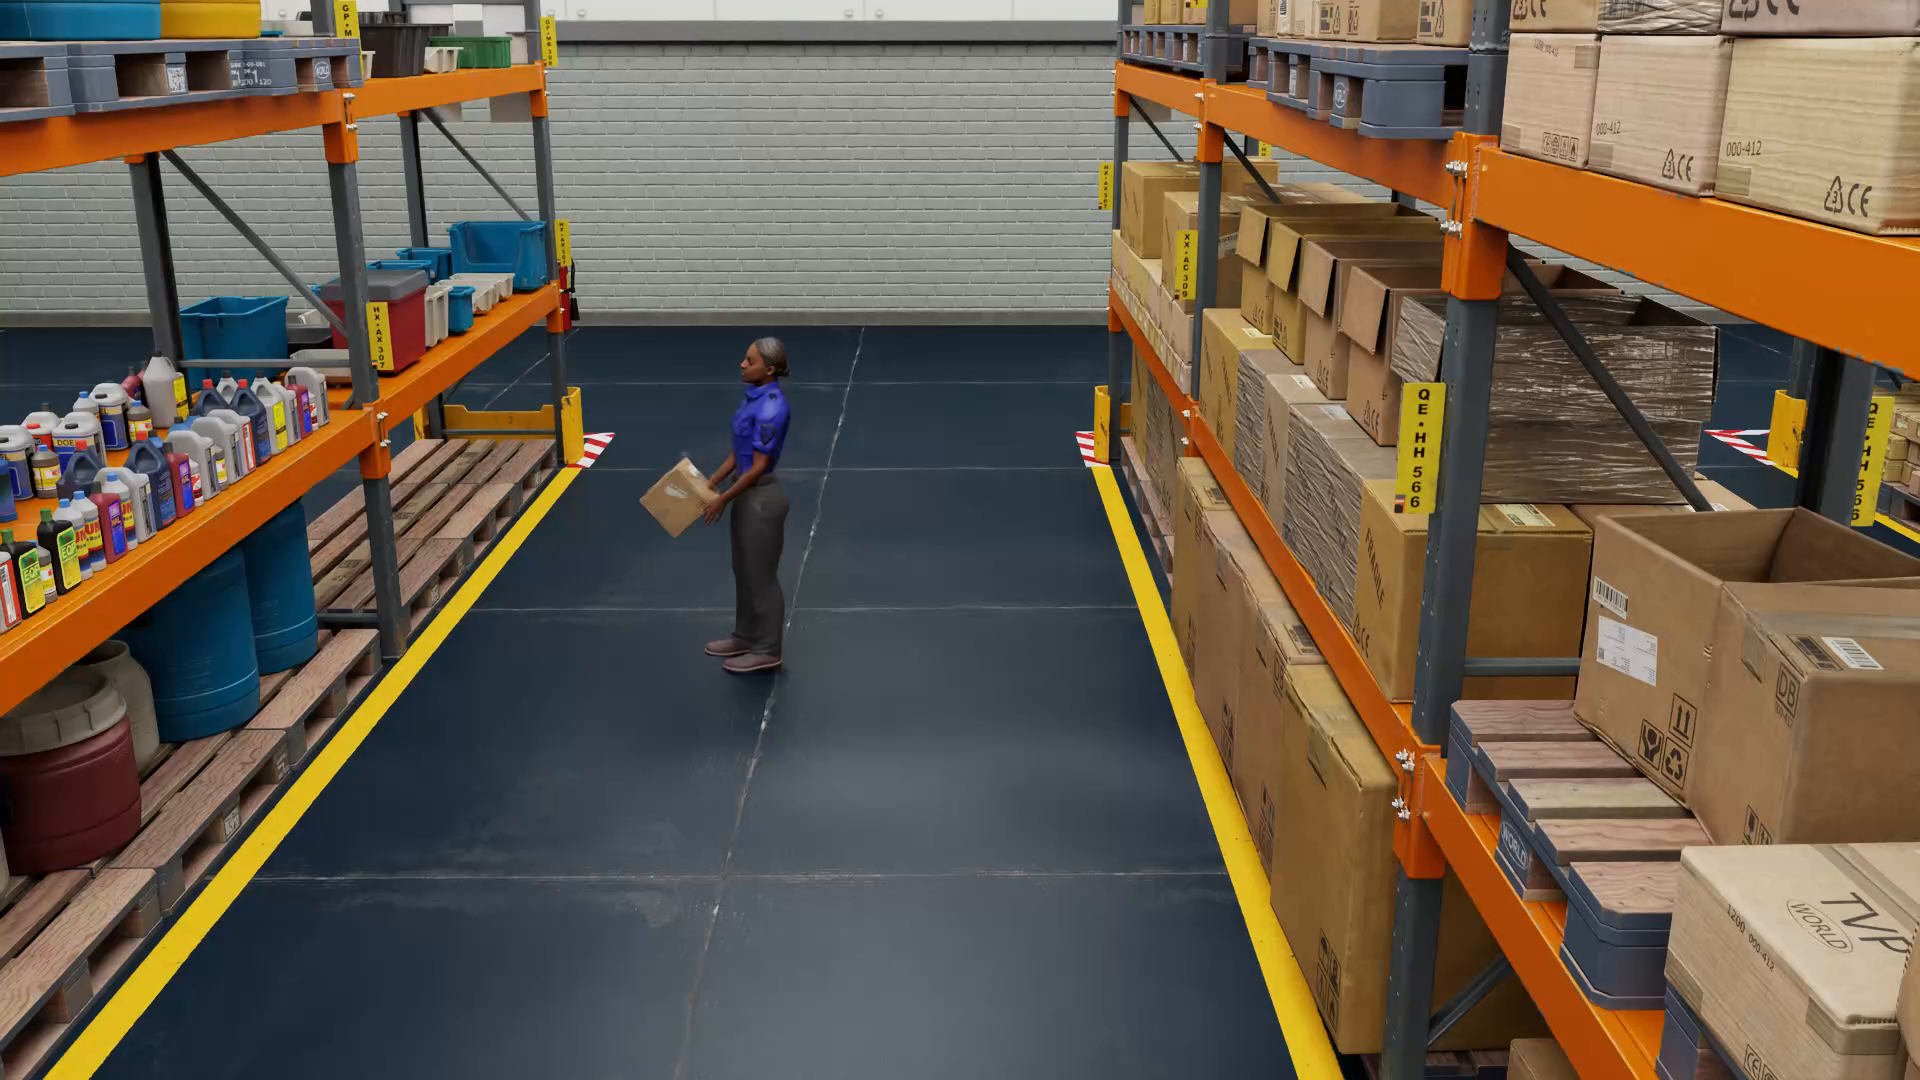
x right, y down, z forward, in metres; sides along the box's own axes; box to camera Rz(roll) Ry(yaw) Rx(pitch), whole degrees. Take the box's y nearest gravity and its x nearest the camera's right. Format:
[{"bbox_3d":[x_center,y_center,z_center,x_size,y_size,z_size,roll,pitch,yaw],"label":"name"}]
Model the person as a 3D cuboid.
[{"bbox_3d":[-1.037,-0.167,8.084,0.463,1.659,0.517,-4,18,-14],"label":"person"}]
